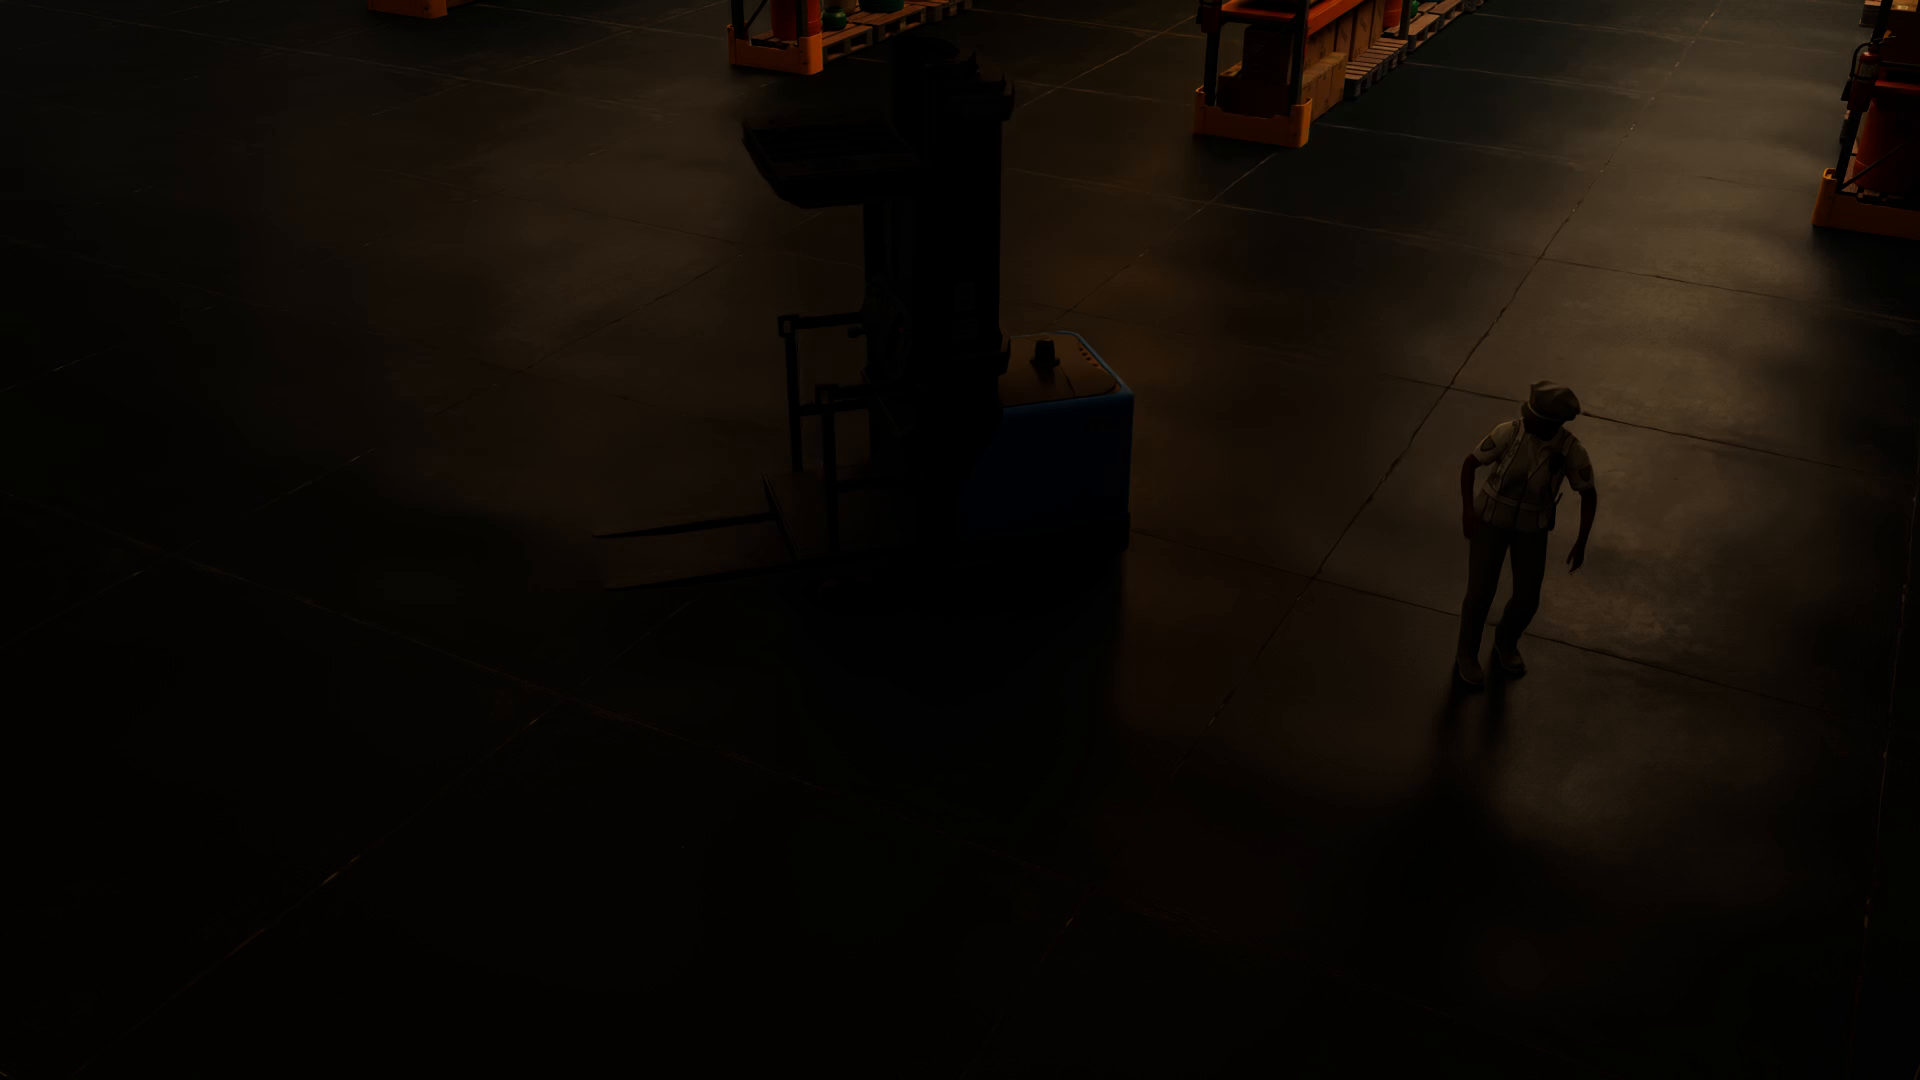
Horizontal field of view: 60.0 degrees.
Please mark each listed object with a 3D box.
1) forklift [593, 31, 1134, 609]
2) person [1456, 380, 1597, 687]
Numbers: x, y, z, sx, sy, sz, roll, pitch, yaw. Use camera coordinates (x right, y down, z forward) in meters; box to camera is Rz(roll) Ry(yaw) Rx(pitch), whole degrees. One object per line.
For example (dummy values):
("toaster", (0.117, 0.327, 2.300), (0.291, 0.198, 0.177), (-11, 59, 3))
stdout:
("forklift", (-0.584, -1.180, 9.115), (3.031, 2.935, 1.130), (-8, 31, -14))
("person", (2.855, -0.037, 8.448), (0.655, 1.637, 0.487), (6, 31, 10))
